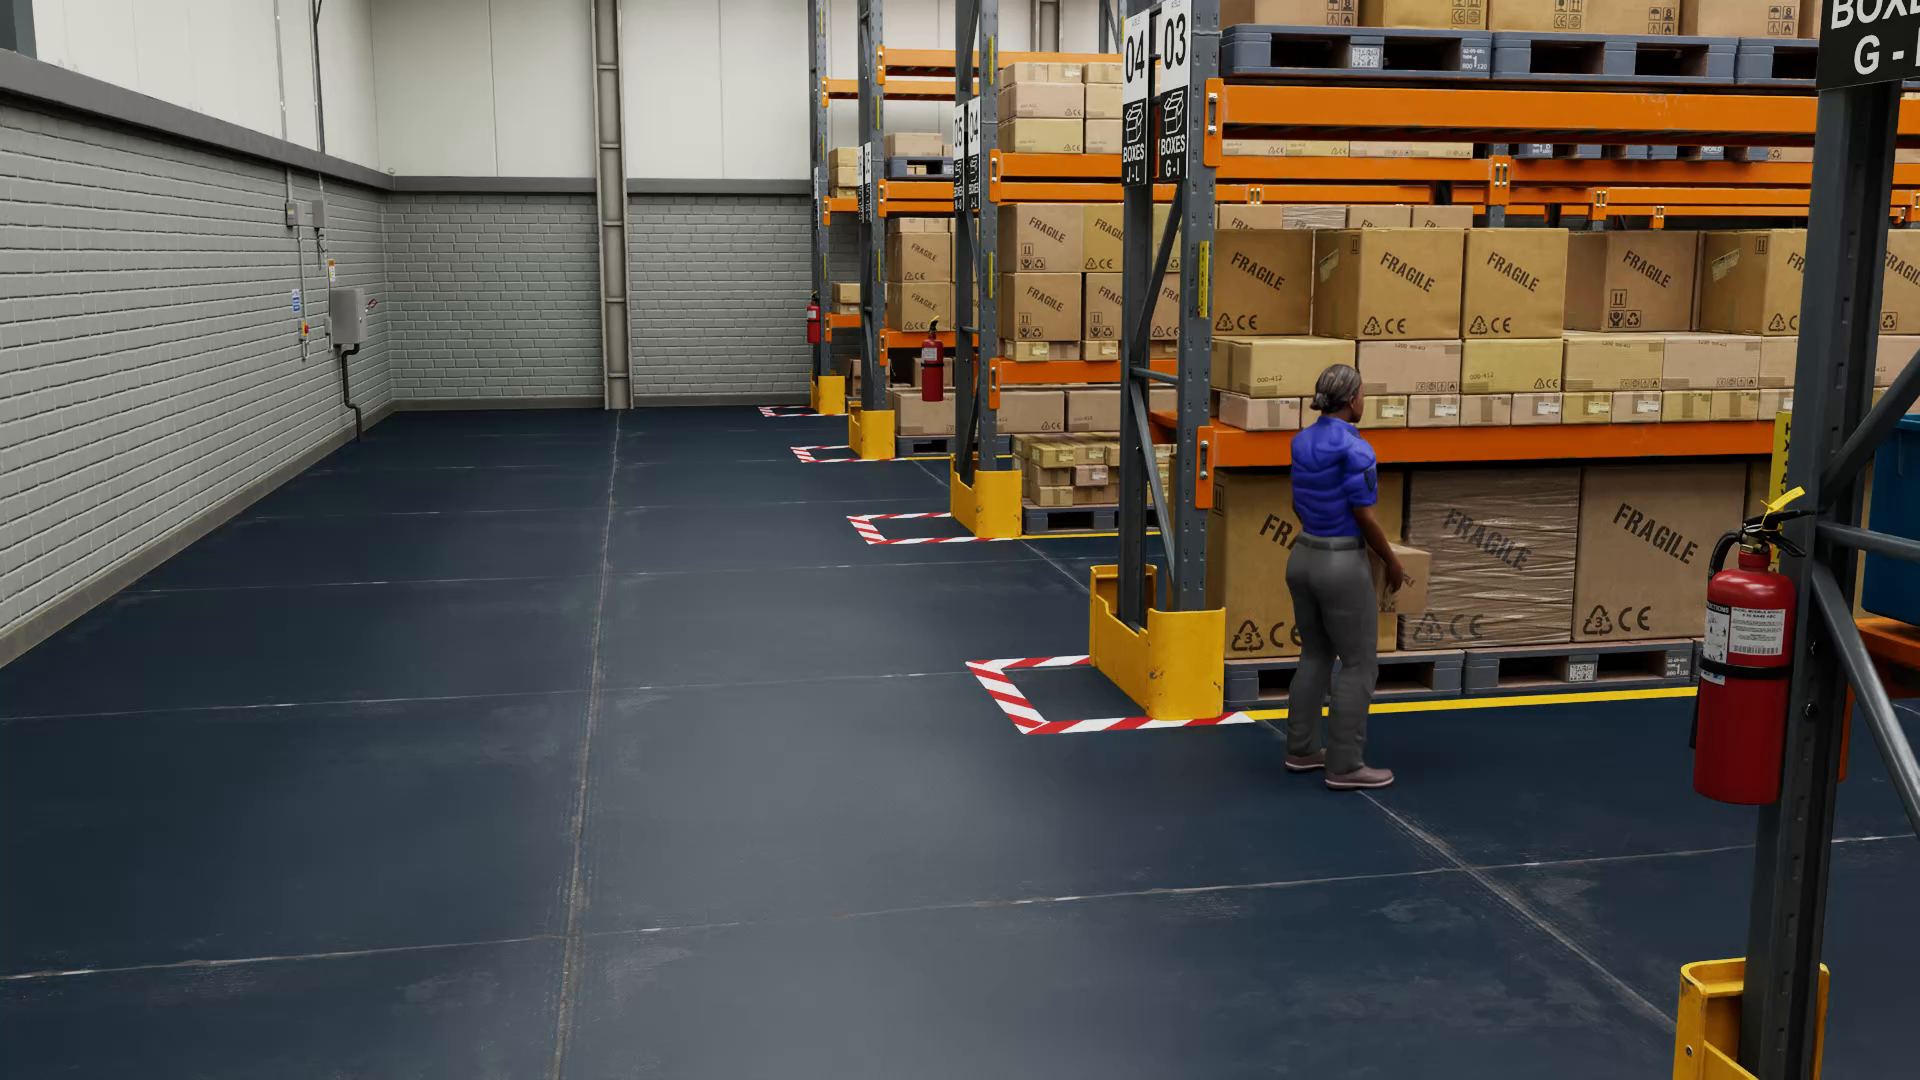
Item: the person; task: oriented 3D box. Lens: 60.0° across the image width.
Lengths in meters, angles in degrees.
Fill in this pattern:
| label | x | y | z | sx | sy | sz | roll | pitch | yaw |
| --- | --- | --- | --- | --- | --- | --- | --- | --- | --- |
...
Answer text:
| label | x | y | z | sx | sy | sz | roll | pitch | yaw |
| --- | --- | --- | --- | --- | --- | --- | --- | --- | --- |
| person | 1.520 | 0.133 | 6.612 | 0.405 | 1.663 | 0.479 | -5 | 11 | -25 |
